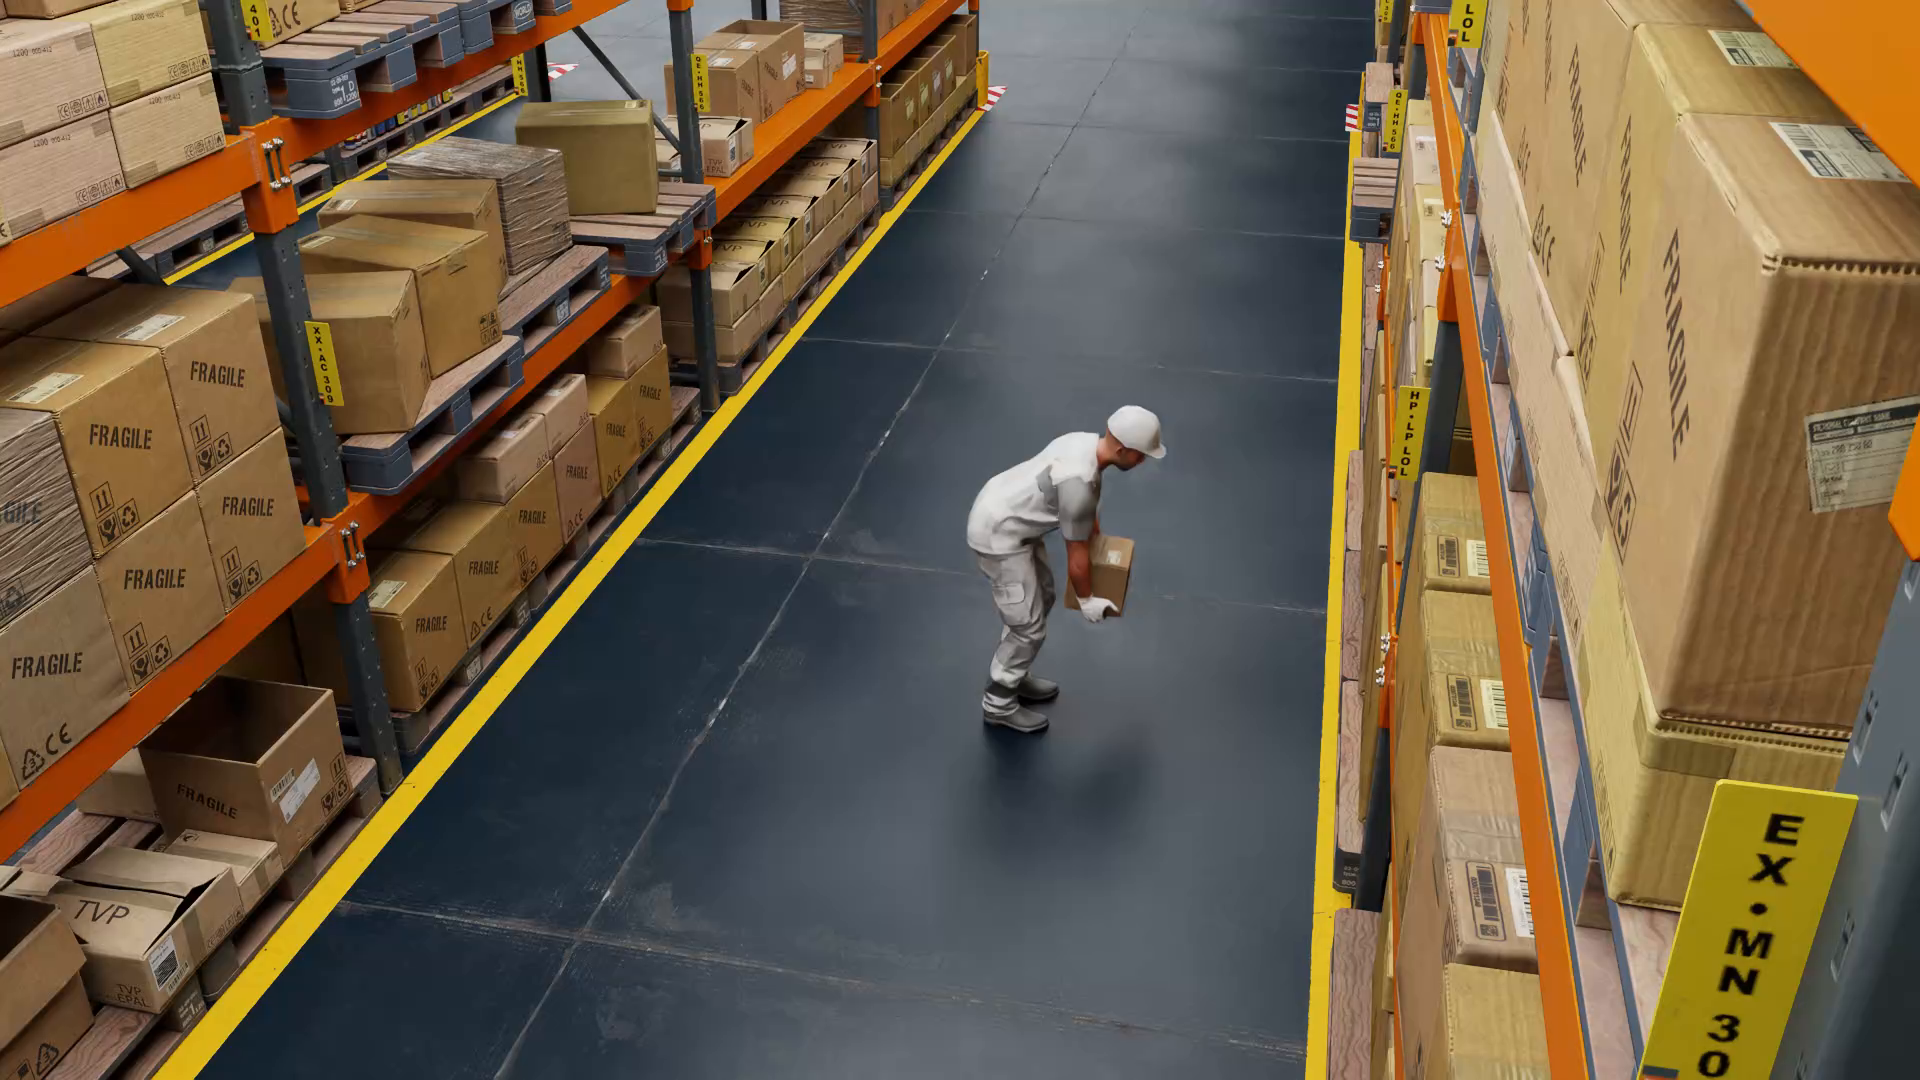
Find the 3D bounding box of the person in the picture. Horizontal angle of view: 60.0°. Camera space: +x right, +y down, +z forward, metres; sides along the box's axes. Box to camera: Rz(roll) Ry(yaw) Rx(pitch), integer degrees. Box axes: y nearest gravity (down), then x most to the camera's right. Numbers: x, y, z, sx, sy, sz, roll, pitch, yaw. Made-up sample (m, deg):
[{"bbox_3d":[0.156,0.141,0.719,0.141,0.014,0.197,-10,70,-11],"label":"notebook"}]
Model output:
[{"bbox_3d":[0.442,0.109,7.170,0.823,1.528,0.489,5,29,9],"label":"person"}]
